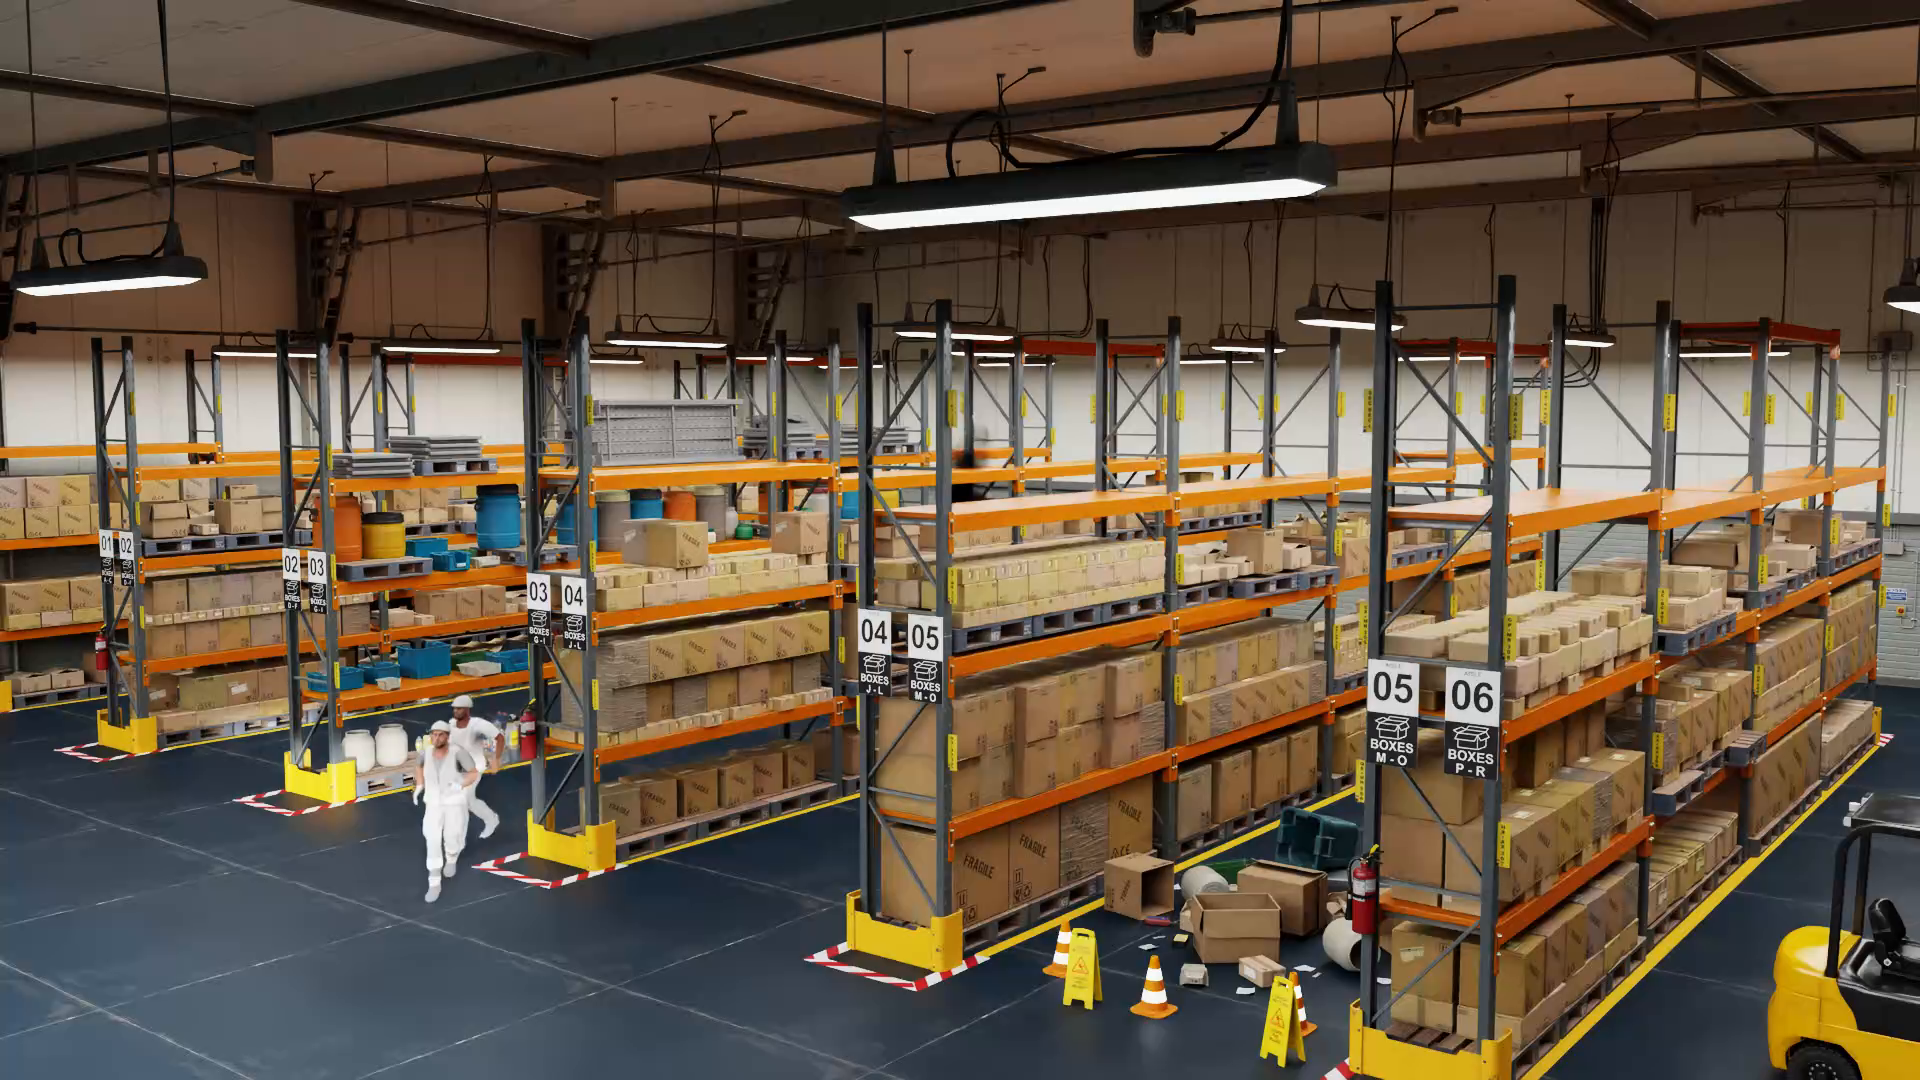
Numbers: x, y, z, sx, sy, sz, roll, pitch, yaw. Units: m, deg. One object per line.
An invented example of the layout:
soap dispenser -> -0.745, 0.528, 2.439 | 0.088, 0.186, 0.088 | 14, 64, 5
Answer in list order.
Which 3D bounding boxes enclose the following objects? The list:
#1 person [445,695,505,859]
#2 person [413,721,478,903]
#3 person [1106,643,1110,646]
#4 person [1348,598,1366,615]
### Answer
person -> -5.602, 2.645, 18.952 | 0.725, 1.790, 0.938 | 3, 6, 30
person -> -5.337, 2.749, 17.288 | 0.667, 1.792, 0.939 | -1, 5, -8
person -> 1.964, 2.248, 23.457 | 0.616, 1.687, 0.878 | 3, 6, 28
person -> 6.685, 1.863, 27.716 | 0.730, 1.809, 0.945 | 4, 7, 41
